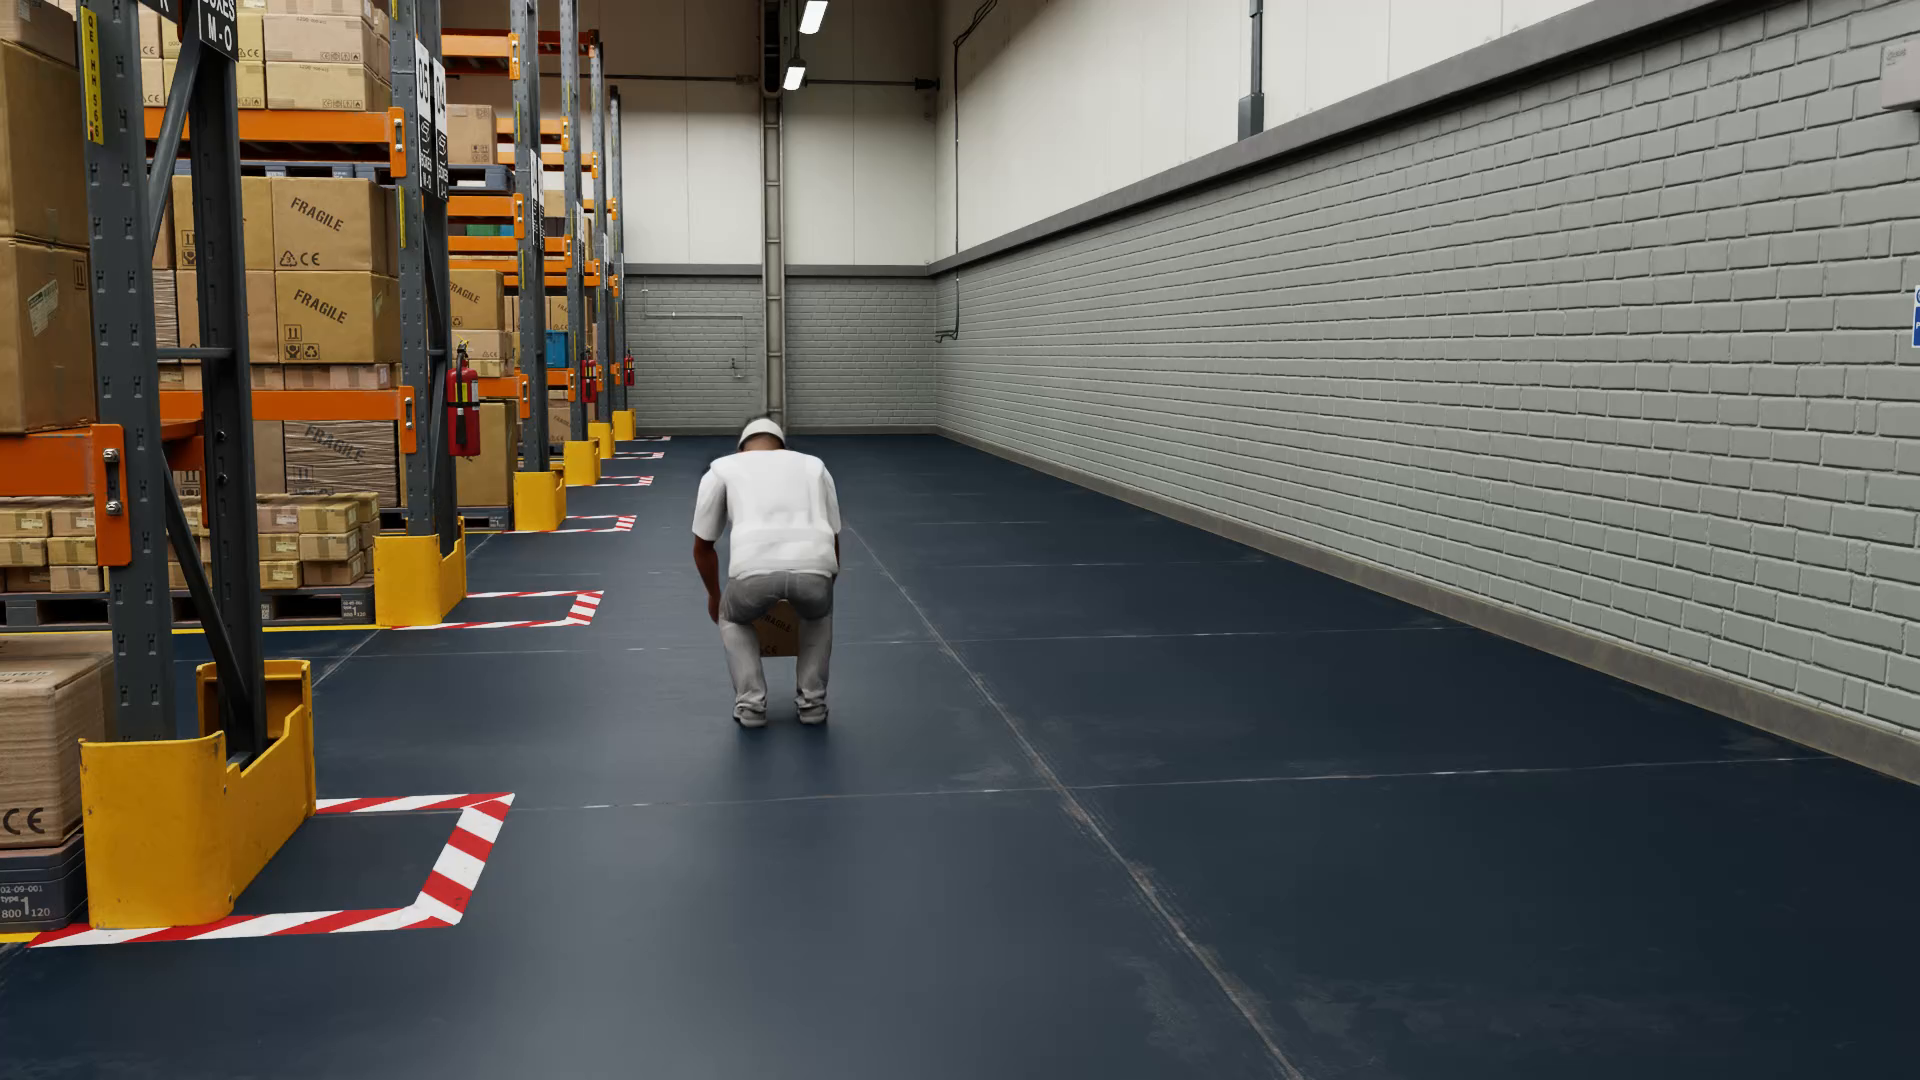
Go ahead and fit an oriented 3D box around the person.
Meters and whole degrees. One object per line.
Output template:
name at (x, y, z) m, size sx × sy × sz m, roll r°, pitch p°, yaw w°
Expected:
person at (-0.791, 0.126, 6.880) m, size 0.623 × 1.233 × 0.831 m, roll -1°, pitch 7°, yaw -9°
